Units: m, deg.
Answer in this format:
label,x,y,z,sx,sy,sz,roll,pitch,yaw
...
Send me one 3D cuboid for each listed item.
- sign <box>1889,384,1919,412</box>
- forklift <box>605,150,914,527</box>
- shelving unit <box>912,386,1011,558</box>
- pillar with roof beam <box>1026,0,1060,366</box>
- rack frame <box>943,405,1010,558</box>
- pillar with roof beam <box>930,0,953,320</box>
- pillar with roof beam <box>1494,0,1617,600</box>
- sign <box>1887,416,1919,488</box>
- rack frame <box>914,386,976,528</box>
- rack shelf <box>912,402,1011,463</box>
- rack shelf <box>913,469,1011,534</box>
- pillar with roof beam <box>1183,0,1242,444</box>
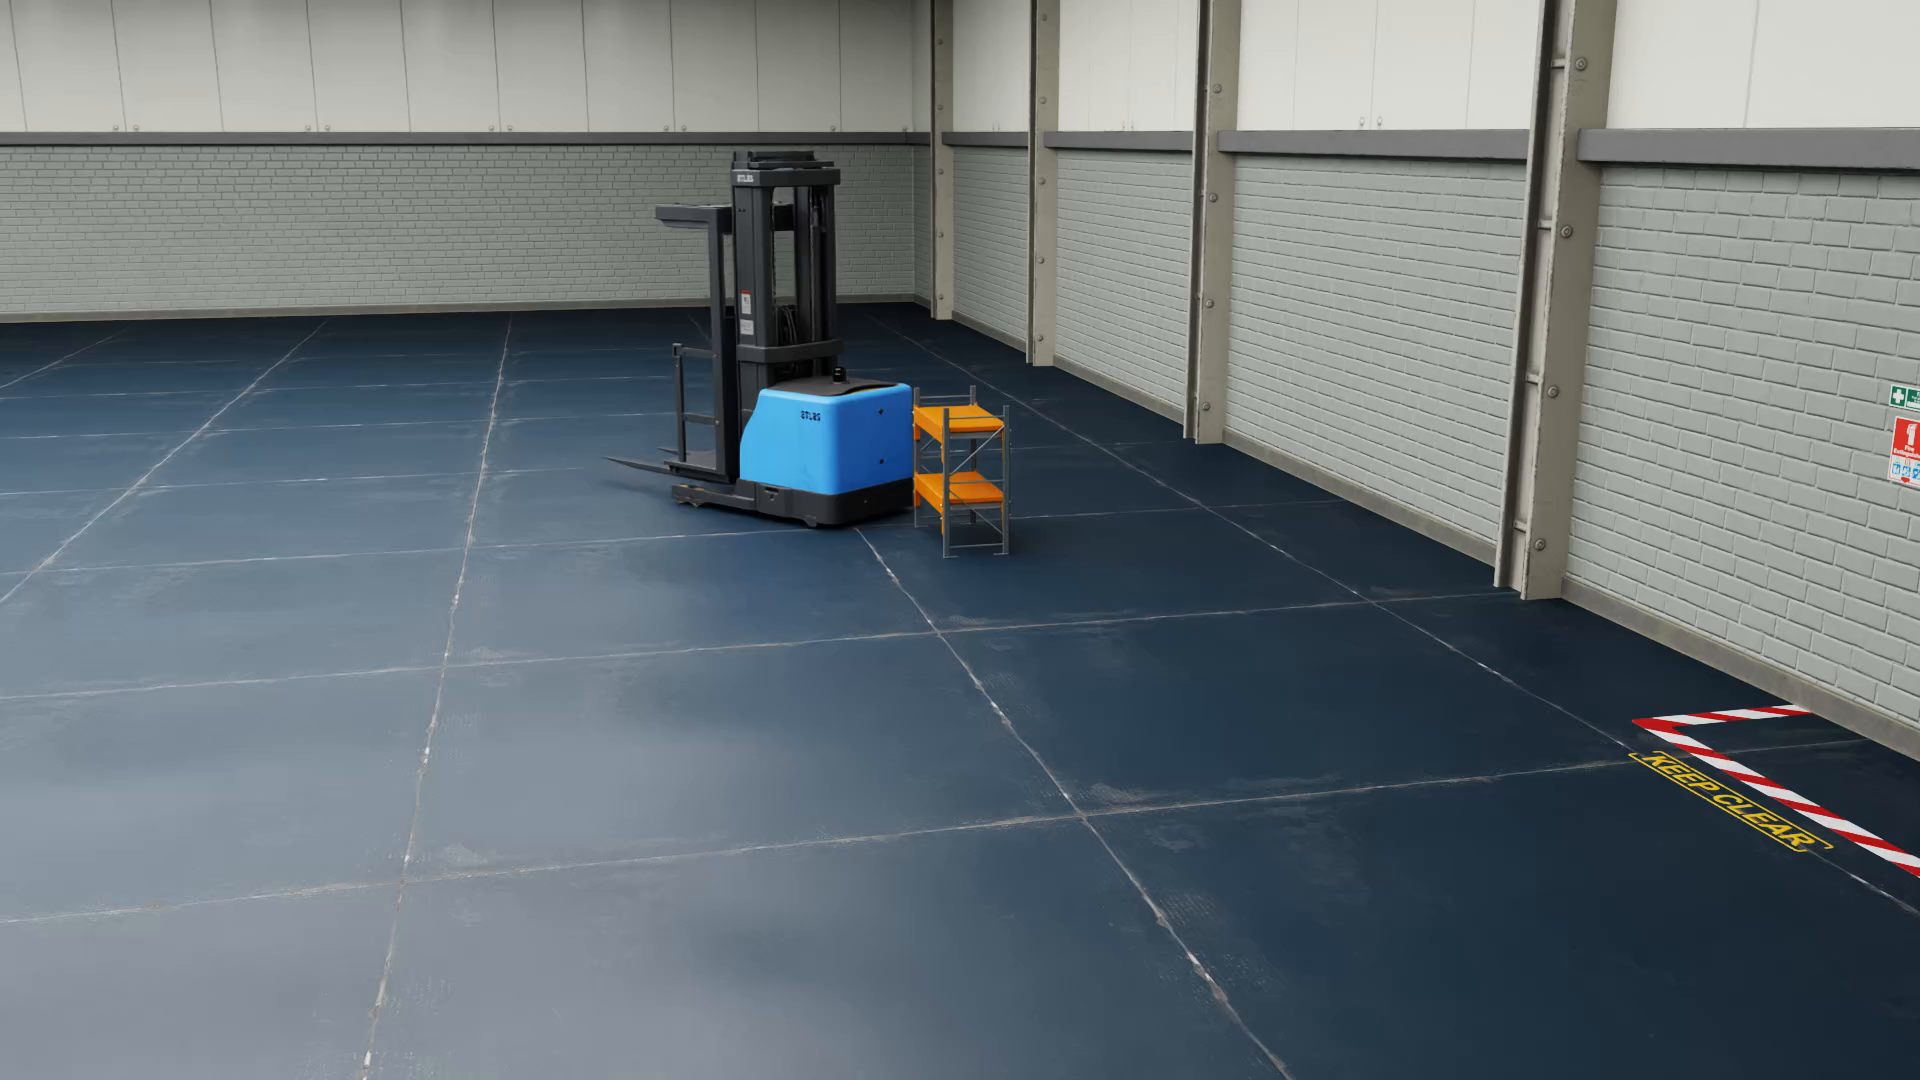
label,x,y,z,sx,sy,sz,roll,pitch,yaw
sign,4.756,-0.699,8.276,0.001,0.109,0.331,-3,14,-13
forklift,-1.837,-1.789,14.076,3.031,2.935,1.130,11,18,38
shelving unit,0.002,-0.545,12.787,0.538,1.125,1.048,-3,14,-13
pillar with roof beam,-3.076,-6.547,20.764,9.100,9.000,0.400,-3,14,-13
rack frame,0.121,-0.428,12.307,0.500,1.125,0.032,-3,14,-13
pillar with roof beam,-4.485,-7.931,26.430,9.100,9.000,0.400,-3,14,-13
pillar with roof beam,-0.257,-3.779,9.433,9.100,9.000,0.400,-3,14,-13
sign,4.763,-0.443,8.345,0.001,0.329,0.234,-3,14,-13
rack frame,-0.118,-0.662,13.267,0.500,1.125,0.032,-3,14,-13
rack shelf,0.002,-0.829,12.718,0.538,0.278,1.000,-3,14,-13
rack shelf,0.002,-0.307,12.845,0.538,0.278,1.000,-3,14,-13
pillar with roof beam,-1.667,-5.163,15.099,9.100,9.000,0.400,-3,14,-13
